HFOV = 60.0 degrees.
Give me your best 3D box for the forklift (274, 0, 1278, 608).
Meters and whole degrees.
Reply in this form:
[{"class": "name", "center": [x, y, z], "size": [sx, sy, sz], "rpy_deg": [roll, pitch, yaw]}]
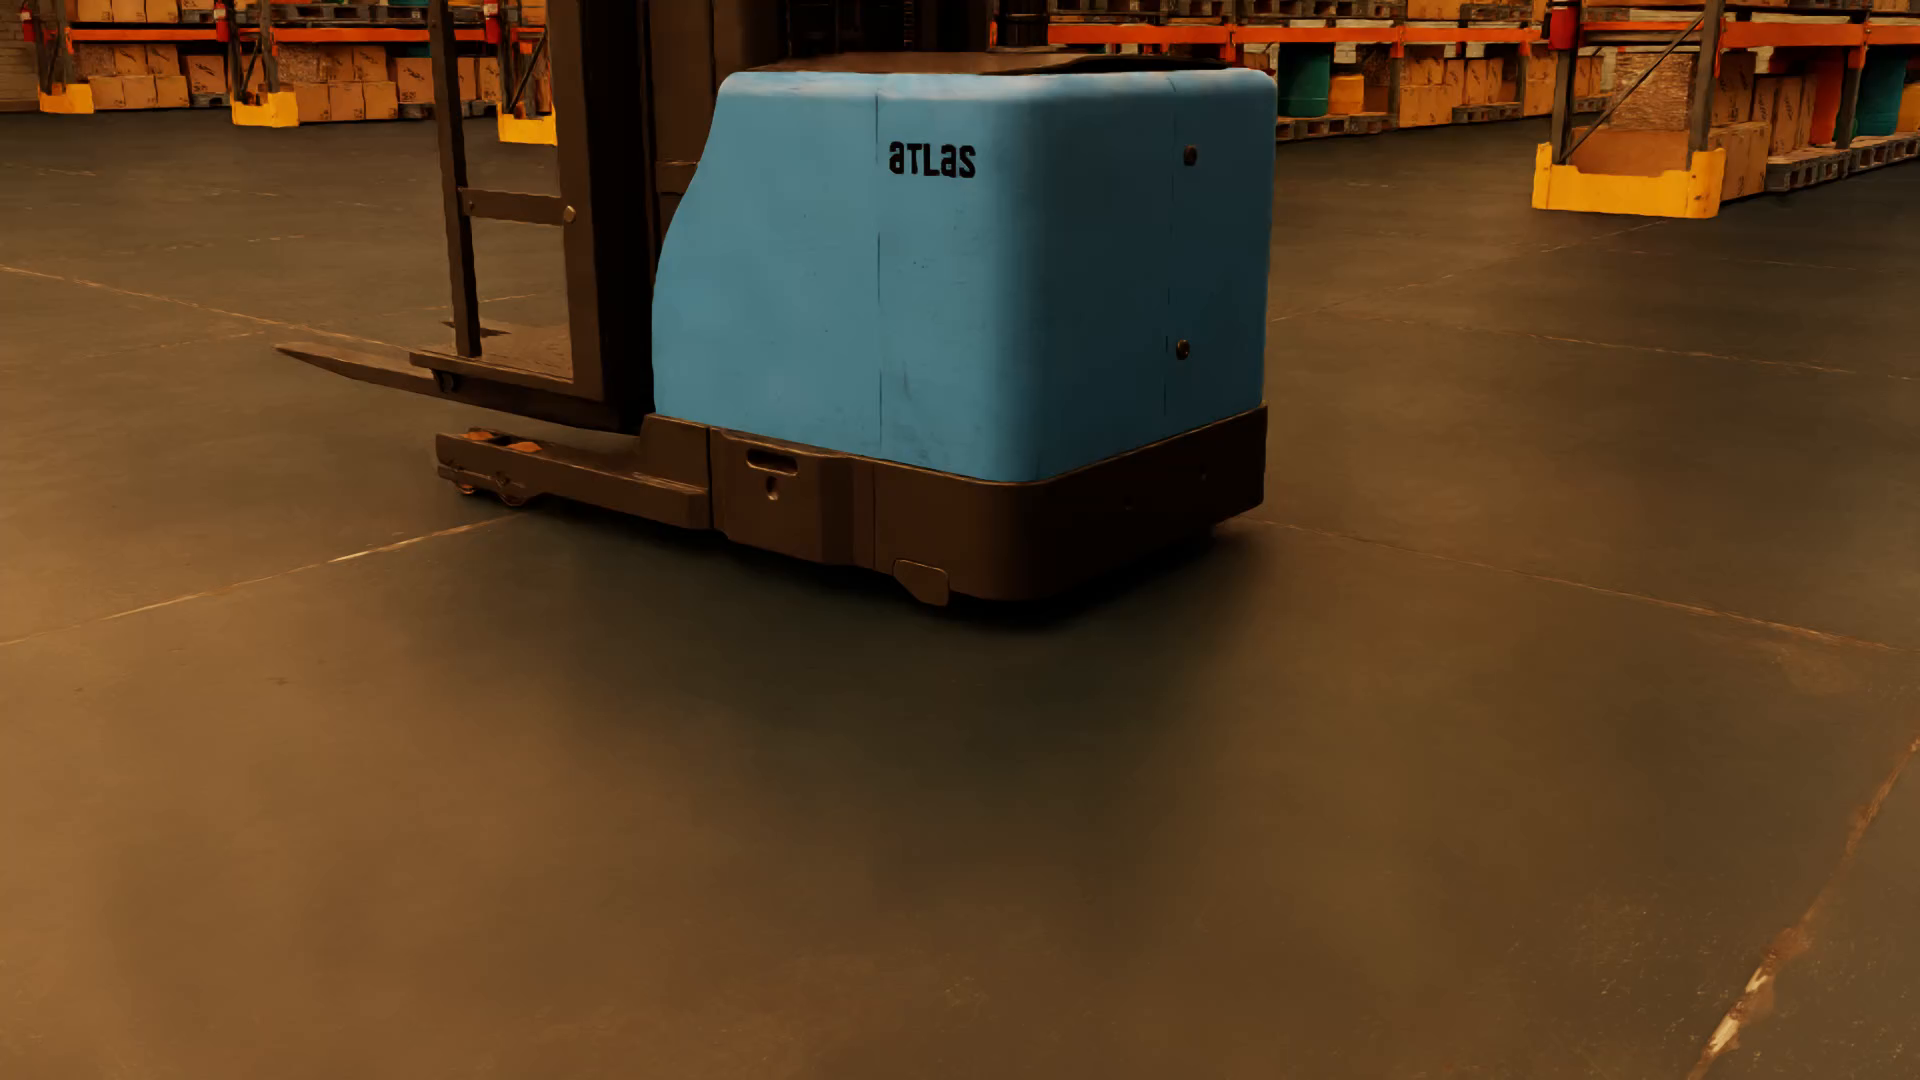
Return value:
[{"class": "forklift", "center": [-0.738, -1.592, 4.141], "size": [3.031, 2.935, 1.130], "rpy_deg": [13, 21, 37]}]
